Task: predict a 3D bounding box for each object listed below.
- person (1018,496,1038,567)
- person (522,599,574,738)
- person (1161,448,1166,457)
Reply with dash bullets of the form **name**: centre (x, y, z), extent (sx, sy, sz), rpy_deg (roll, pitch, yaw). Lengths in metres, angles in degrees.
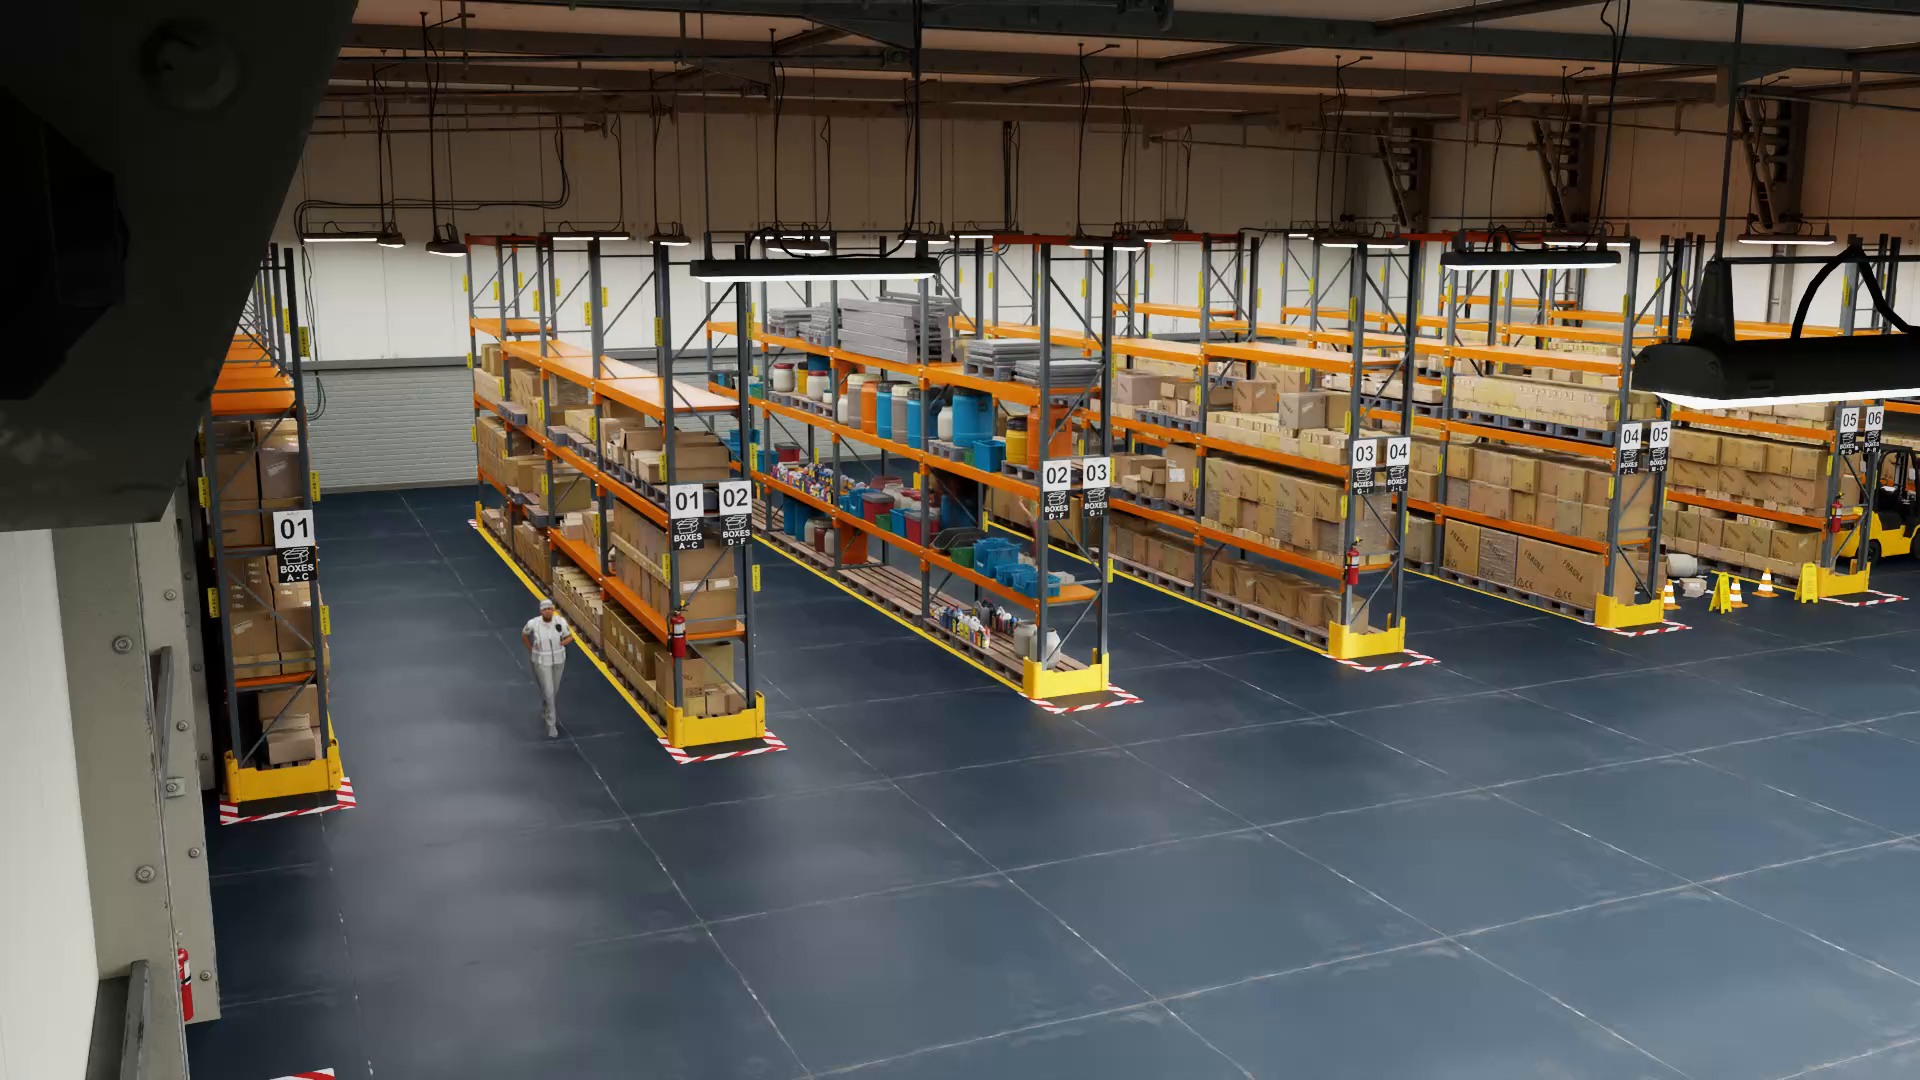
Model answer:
- **person**: centre (1.327, -0.334, 29.003), extent (0.587, 1.674, 0.701), rpy_deg (-7, 13, -30)
- **person**: centre (-5.123, 1.556, 20.798), extent (0.581, 1.721, 0.814), rpy_deg (-7, 13, -31)
- **person**: centre (5.533, -2.670, 42.618), extent (1.085, 1.659, 0.567), rpy_deg (-5, 12, -23)
